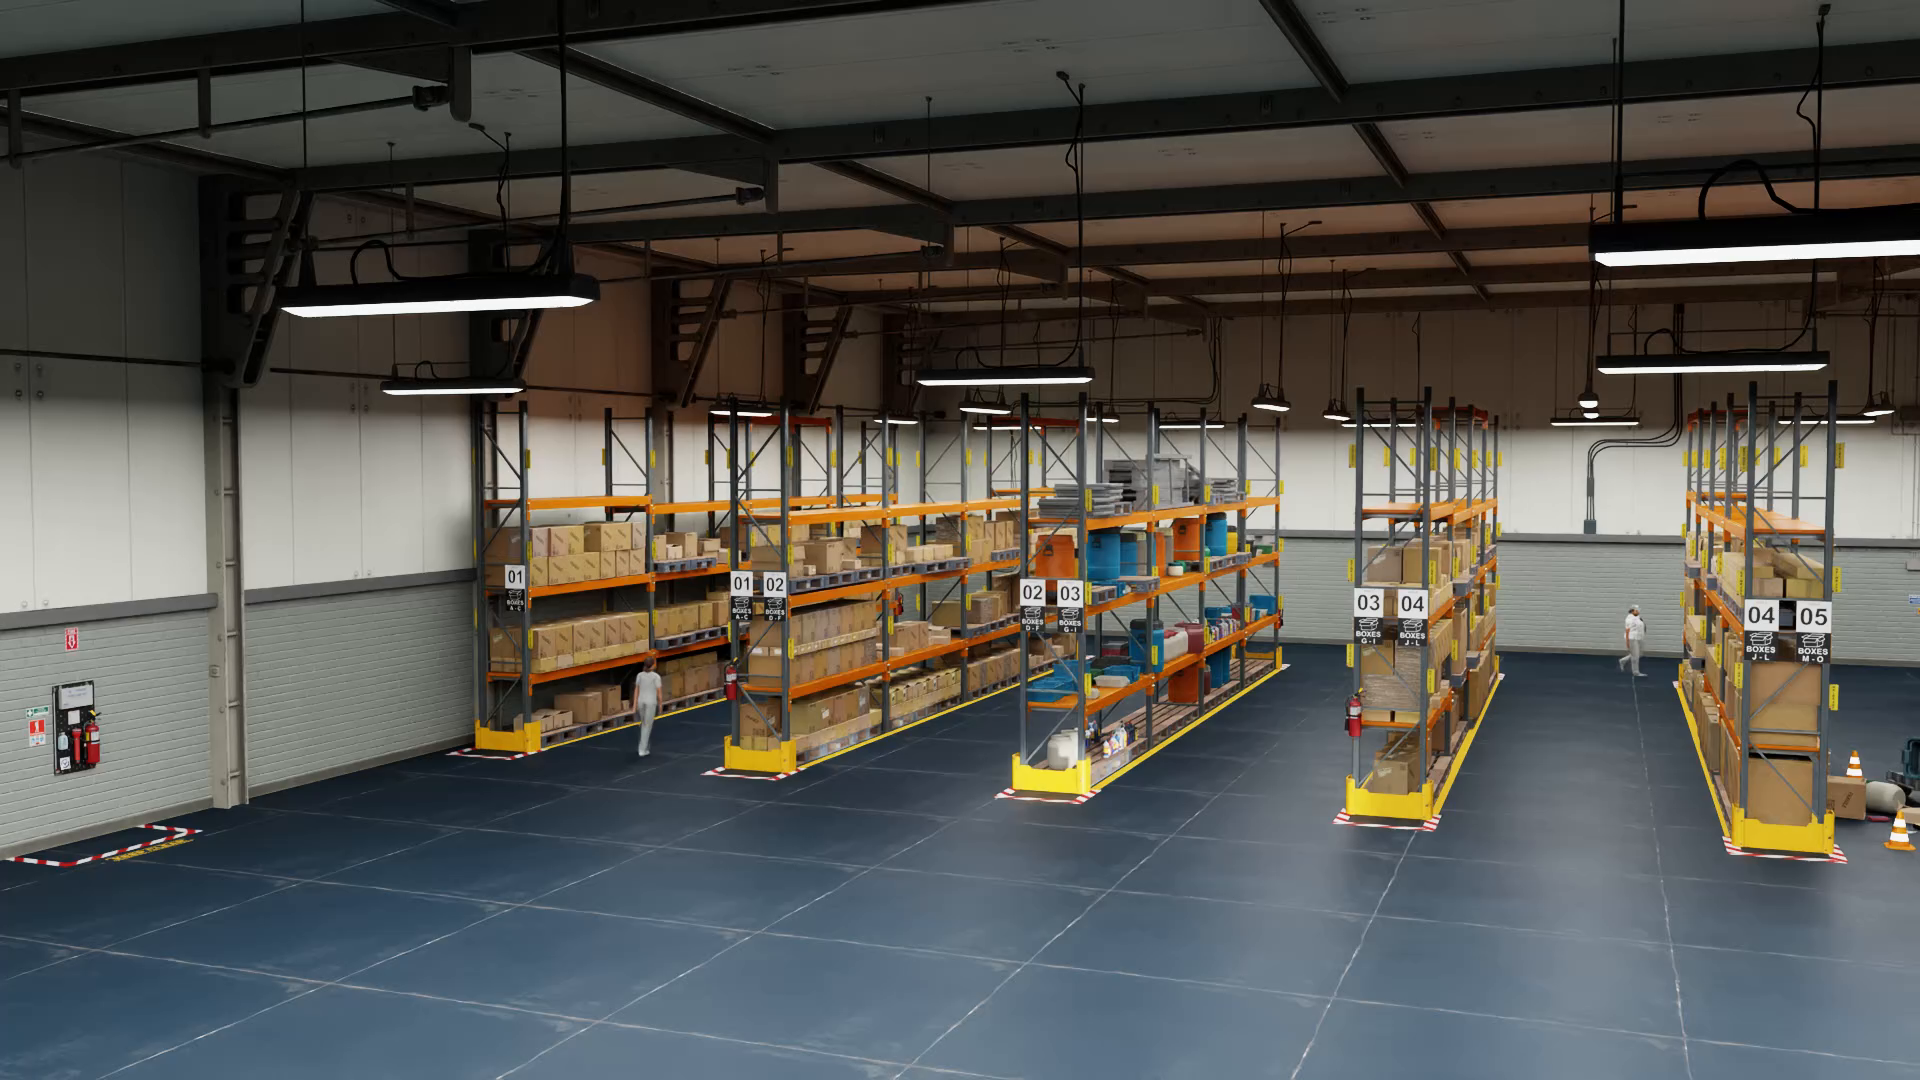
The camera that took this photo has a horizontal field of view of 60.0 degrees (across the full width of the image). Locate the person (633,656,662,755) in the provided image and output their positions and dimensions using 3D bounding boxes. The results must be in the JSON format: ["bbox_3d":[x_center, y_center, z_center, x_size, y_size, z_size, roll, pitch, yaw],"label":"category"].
[{"bbox_3d":[-5.273,2.829,28.096,0.475,1.715,0.595,1,3,15],"label":"person"}]

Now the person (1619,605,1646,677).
[{"bbox_3d":[15.525,2.304,38.422,0.505,1.649,0.718,-2,4,-39],"label":"person"}]
